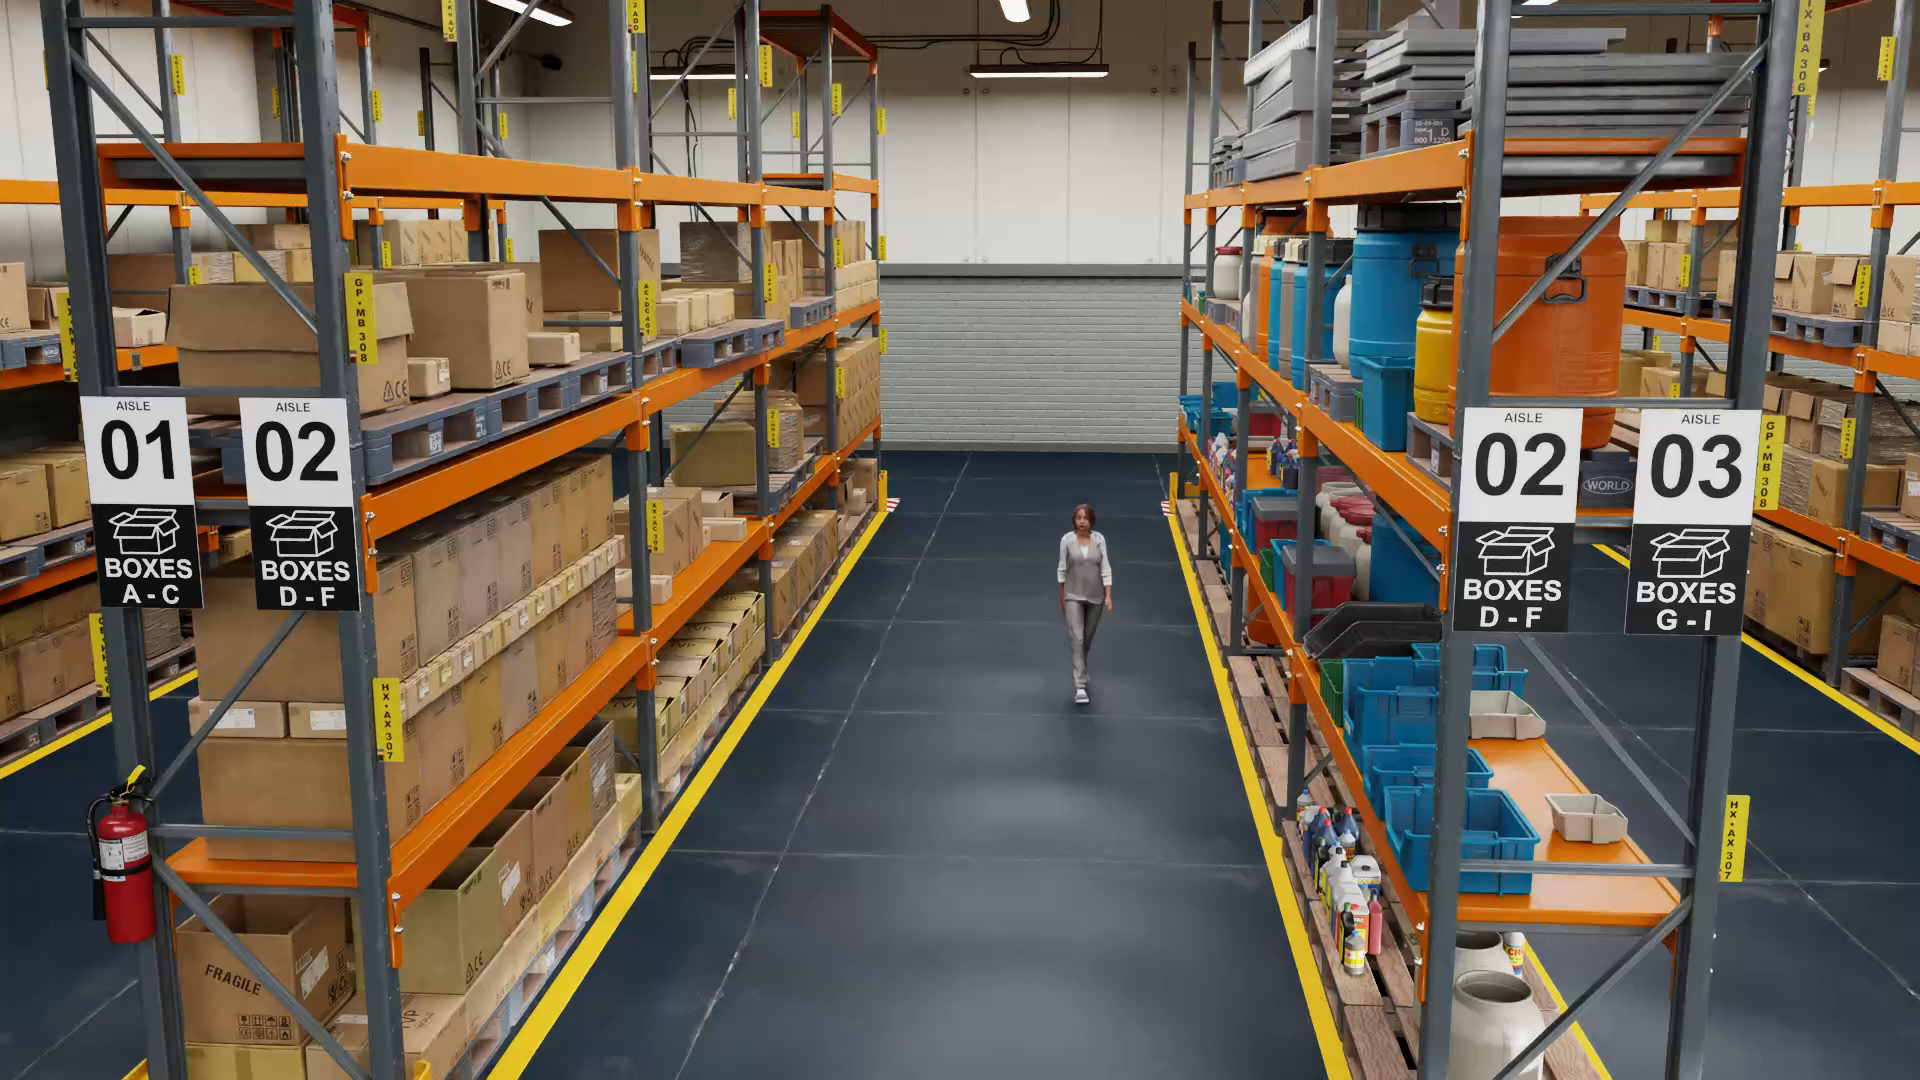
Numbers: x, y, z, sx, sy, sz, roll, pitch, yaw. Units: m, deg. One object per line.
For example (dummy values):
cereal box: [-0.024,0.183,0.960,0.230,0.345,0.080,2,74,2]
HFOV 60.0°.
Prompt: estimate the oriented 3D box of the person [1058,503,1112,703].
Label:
person: [1.019,0.473,13.477,0.409,1.537,0.949,-2,11,-9]
